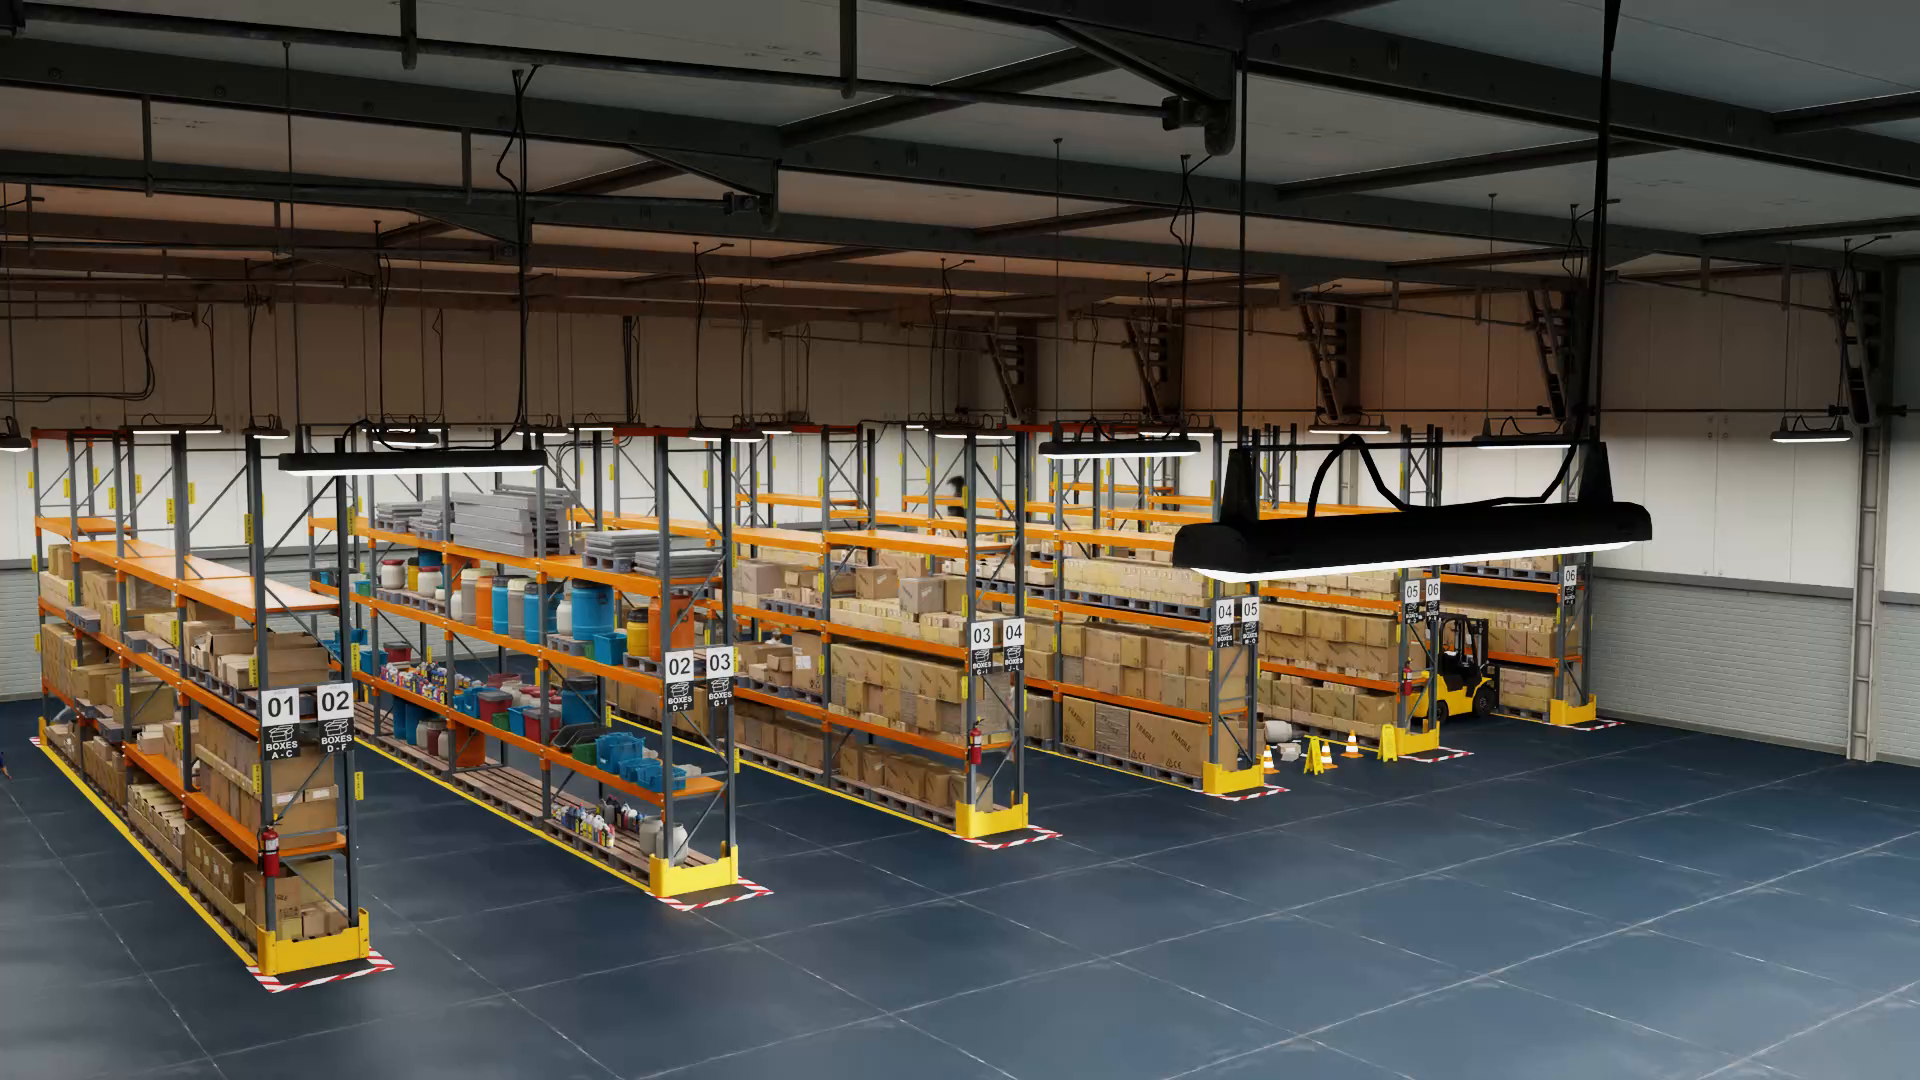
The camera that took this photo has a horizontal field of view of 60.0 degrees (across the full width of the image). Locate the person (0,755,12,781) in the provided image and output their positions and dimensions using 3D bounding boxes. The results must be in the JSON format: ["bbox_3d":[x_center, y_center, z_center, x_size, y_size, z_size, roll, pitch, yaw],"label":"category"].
[{"bbox_3d":[-14.256,3.723,24.415,0.804,1.506,0.604,1,5,12],"label":"person"}]

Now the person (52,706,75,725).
[{"bbox_3d":[-17.380,2.921,32.747,0.891,1.696,0.647,-3,5,-34],"label":"person"}]

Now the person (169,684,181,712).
[{"bbox_3d":[-15.544,2.941,32.670,0.768,1.725,0.557,3,6,36],"label":"person"}]

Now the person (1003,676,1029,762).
[{"bbox_3d":[0.937,3.188,29.925,0.571,1.619,0.556,4,6,41],"label":"person"}]

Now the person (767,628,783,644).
[{"bbox_3d":[-4.020,2.717,36.317,0.781,1.639,0.601,1,5,13],"label":"person"}]
